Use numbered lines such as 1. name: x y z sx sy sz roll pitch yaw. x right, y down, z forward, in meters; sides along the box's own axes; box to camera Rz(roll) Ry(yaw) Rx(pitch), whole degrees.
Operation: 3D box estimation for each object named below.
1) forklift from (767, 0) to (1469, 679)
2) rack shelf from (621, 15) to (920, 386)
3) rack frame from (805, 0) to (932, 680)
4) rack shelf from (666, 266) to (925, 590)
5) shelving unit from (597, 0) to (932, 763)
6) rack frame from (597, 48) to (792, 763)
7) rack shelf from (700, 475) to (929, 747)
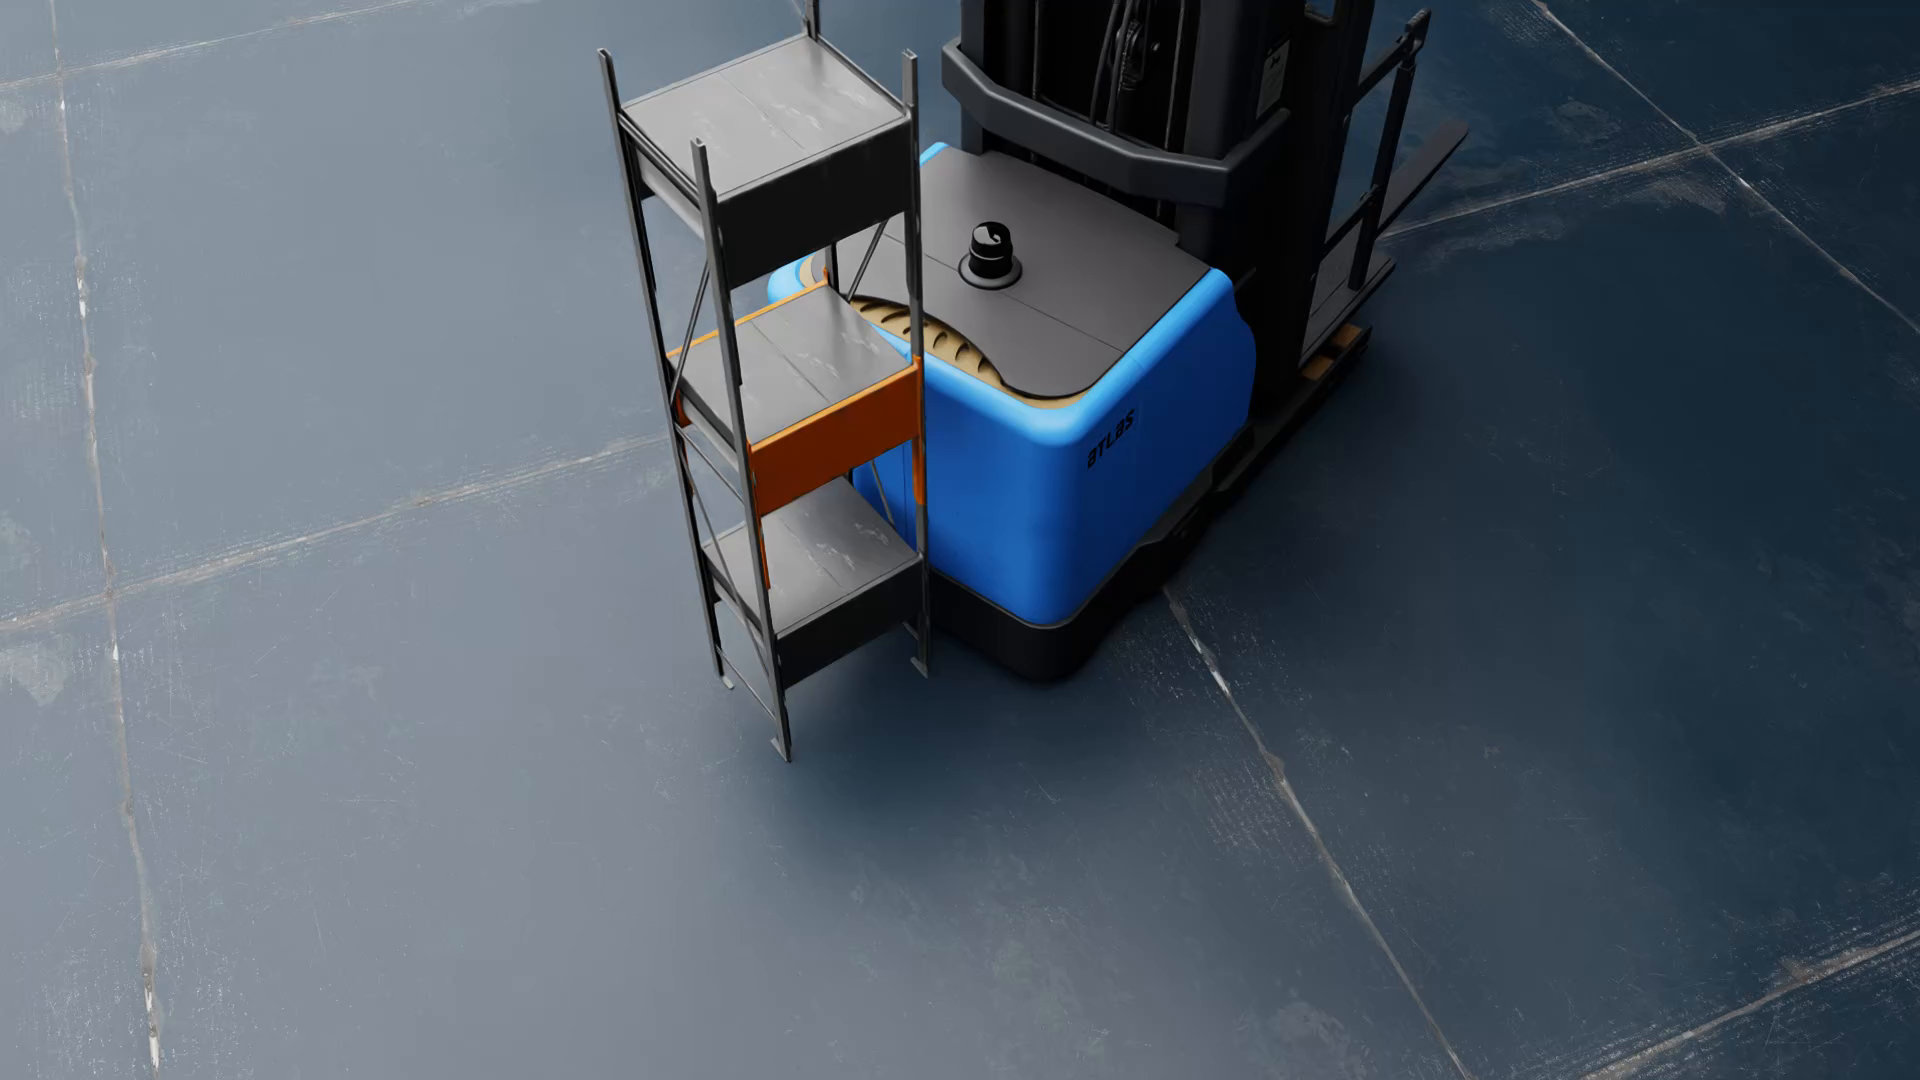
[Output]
1. forklift: 0.755 -1.628 4.716 1.130 2.935 3.031 30 56 23
2. rack shelf: -0.405 -0.734 3.592 0.480 0.518 0.431 -29 55 -23
3. rack frame: -0.209 -0.397 4.207 0.015 2.100 0.400 -29 55 -23
4. rack shelf: -0.405 -0.278 4.123 0.480 0.518 0.431 -29 55 -23
5. shelving unit: -0.405 -0.287 4.112 0.503 2.100 0.431 -29 55 -23
6. rack frame: -0.602 -0.177 4.018 0.015 2.100 0.400 -29 55 -23
7. rack shelf: -0.405 0.178 4.654 0.480 0.518 0.431 -29 55 -23
